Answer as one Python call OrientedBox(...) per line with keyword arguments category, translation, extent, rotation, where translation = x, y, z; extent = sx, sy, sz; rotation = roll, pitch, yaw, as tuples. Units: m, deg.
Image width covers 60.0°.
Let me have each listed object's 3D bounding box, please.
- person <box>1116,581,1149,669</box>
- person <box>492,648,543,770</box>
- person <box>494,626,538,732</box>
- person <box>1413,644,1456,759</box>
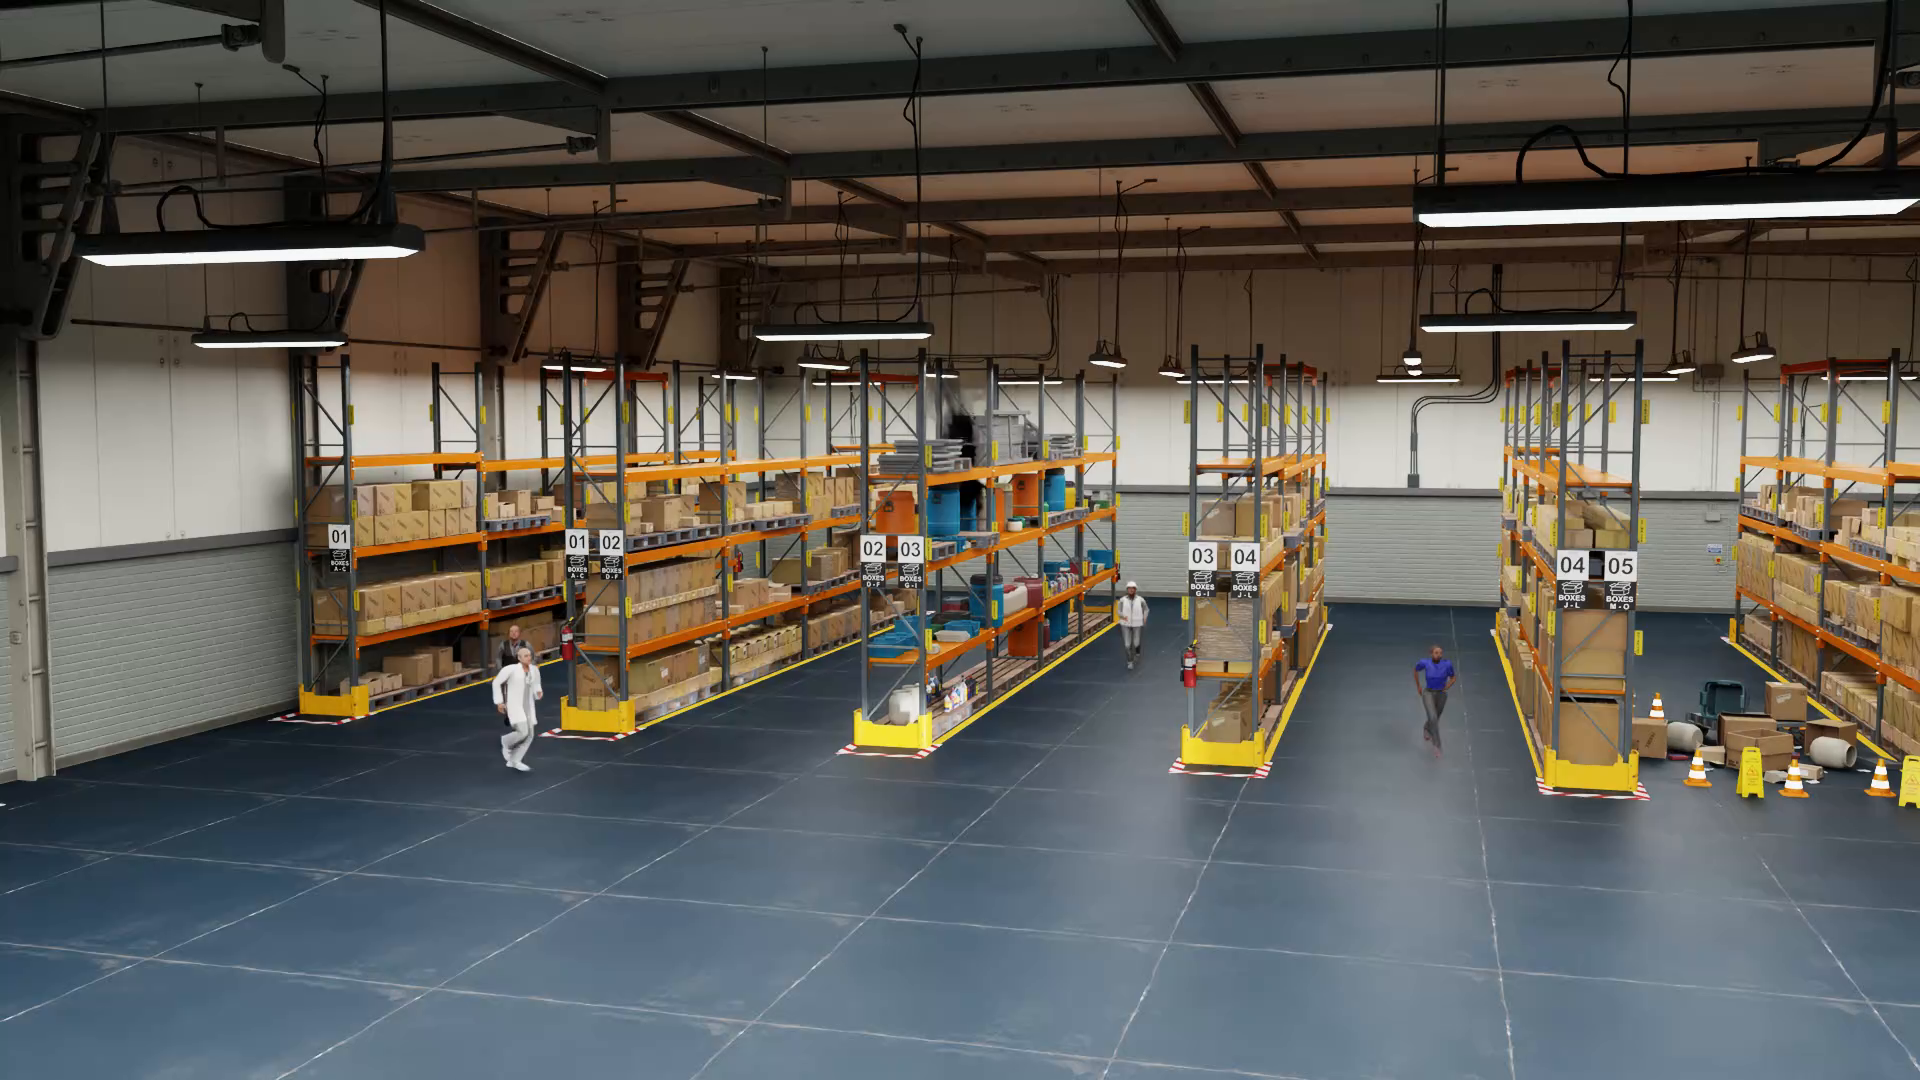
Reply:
OrientedBox(category="person", translation=(3.392, 1.683, 32.770), extent=(0.653, 1.731, 0.569), rotation=(1, 4, 8))
OrientedBox(category="person", translation=(-6.158, 2.387, 23.441), extent=(0.613, 1.731, 0.702), rotation=(3, 6, 39))
OrientedBox(category="person", translation=(-7.021, 2.194, 26.309), extent=(0.676, 1.690, 0.576), rotation=(-1, 4, -13))
OrientedBox(category="person", translation=(7.037, 2.348, 24.708), extent=(0.581, 1.656, 1.061), rotation=(0, 4, 1))
